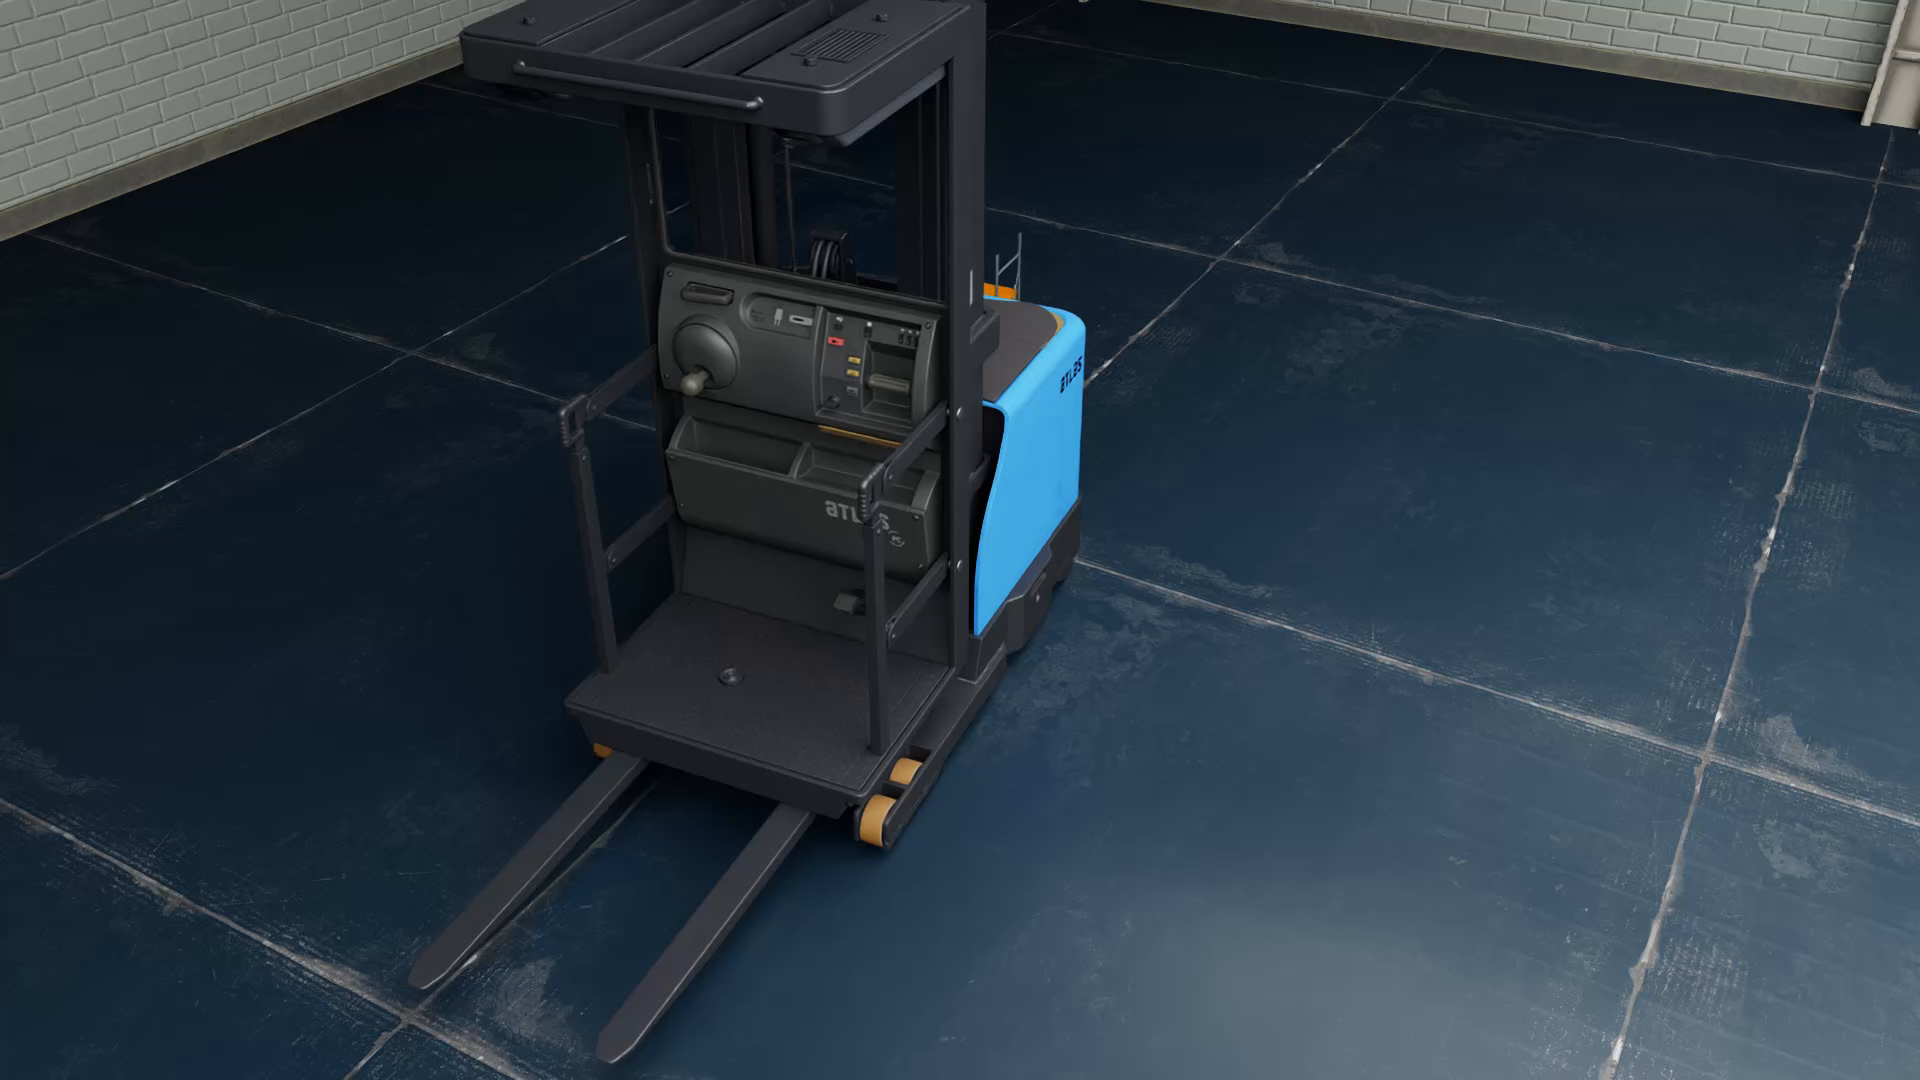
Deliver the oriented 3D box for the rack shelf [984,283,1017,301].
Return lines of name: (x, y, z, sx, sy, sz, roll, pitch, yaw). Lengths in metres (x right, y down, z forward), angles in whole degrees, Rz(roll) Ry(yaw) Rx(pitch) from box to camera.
rack shelf: (0.099, -0.899, 6.448, 0.180, 0.103, 0.258, 14, 36, 20)

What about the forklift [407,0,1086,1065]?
forklift: (-0.589, -0.518, 4.883, 1.130, 2.935, 3.031, 14, 36, 20)

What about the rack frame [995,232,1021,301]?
rack frame: (0.183, -0.616, 6.592, 0.006, 1.200, 0.240, 14, 36, 20)

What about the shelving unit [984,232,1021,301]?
shelving unit: (0.099, -0.636, 6.623, 0.189, 1.200, 0.258, 14, 36, 20)

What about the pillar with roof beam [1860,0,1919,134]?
pillar with roof beam: (3.959, -4.392, 5.226, 0.400, 9.000, 9.100, 18, 37, 24)

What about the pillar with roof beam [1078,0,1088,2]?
pillar with roof beam: (-1.250, -6.042, 7.704, 0.400, 9.000, 9.100, 18, 37, 24)
